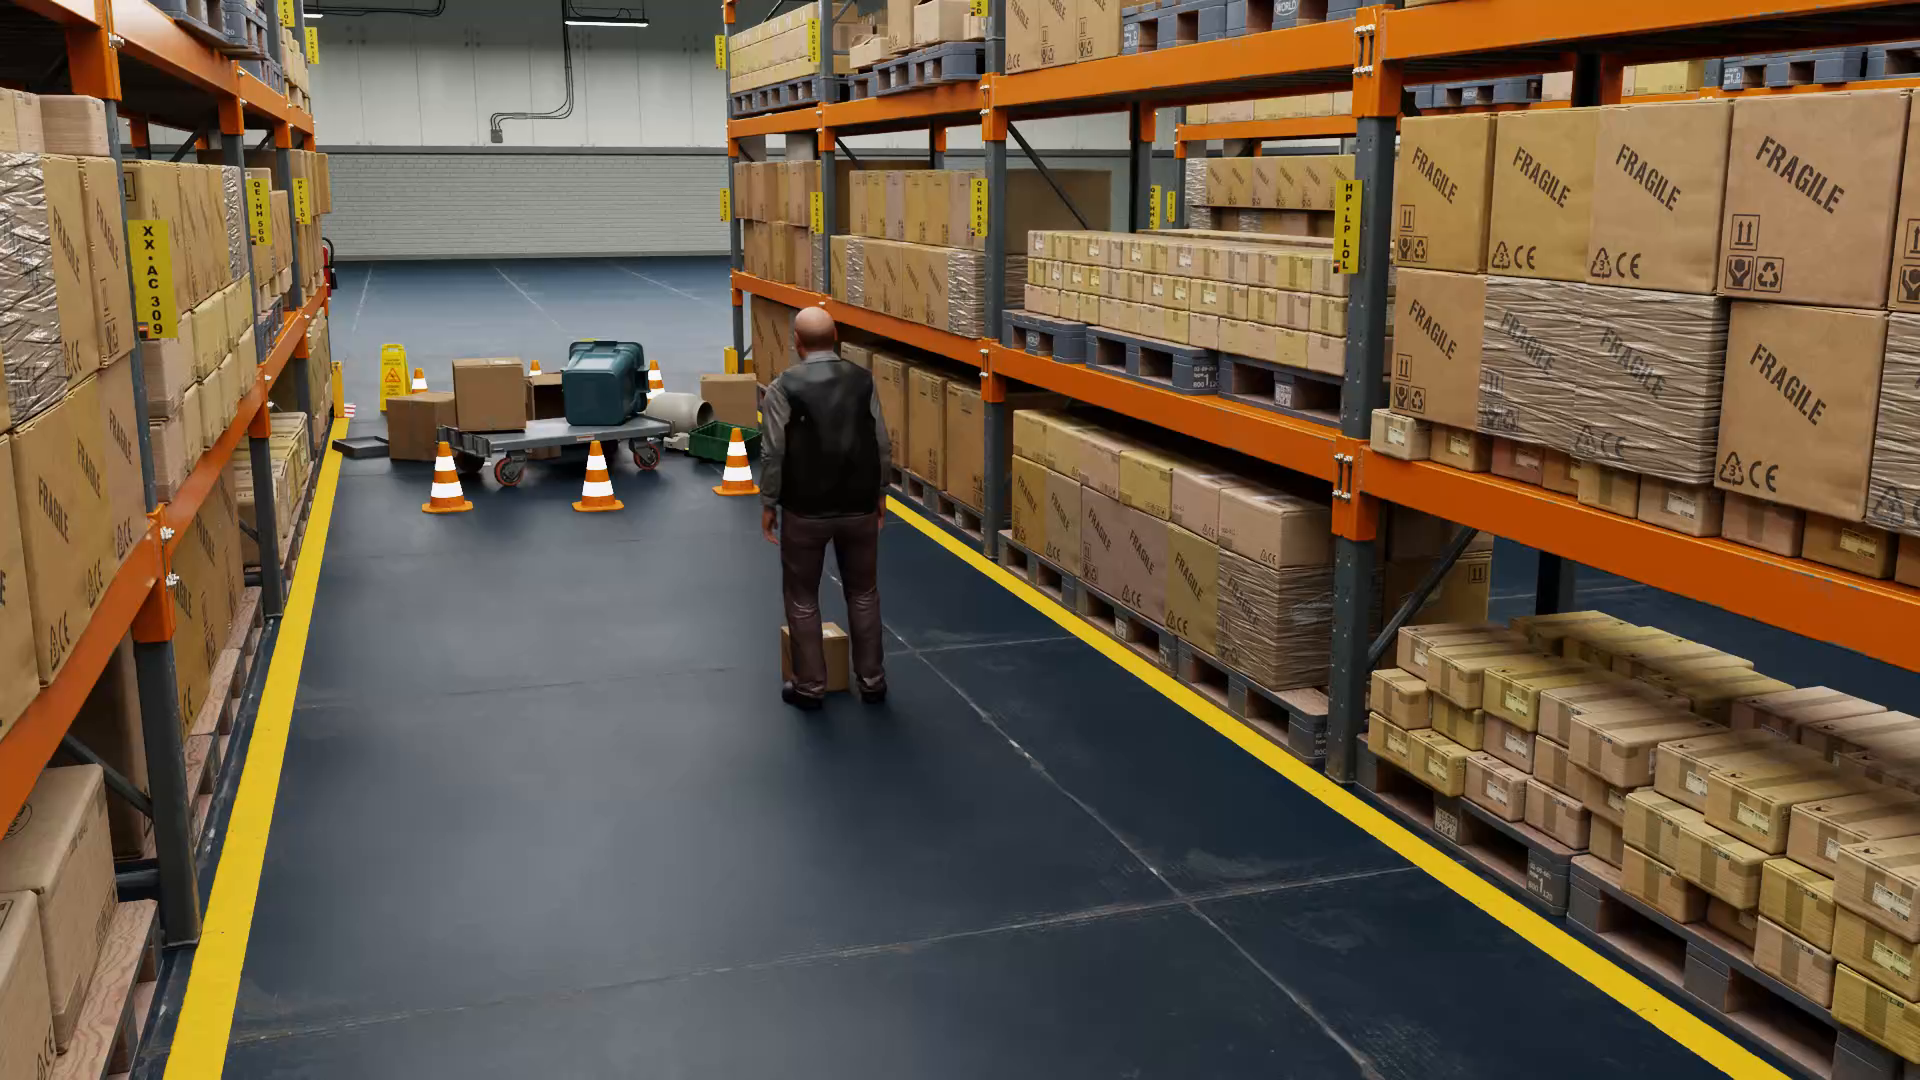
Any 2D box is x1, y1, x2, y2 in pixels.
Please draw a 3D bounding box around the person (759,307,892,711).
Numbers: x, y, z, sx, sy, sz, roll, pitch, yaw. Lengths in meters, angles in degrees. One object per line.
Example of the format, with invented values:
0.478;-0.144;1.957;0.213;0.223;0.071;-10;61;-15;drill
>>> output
-0.565;-0.127;7.109;0.591;1.720;0.422;-5;13;-22;person
